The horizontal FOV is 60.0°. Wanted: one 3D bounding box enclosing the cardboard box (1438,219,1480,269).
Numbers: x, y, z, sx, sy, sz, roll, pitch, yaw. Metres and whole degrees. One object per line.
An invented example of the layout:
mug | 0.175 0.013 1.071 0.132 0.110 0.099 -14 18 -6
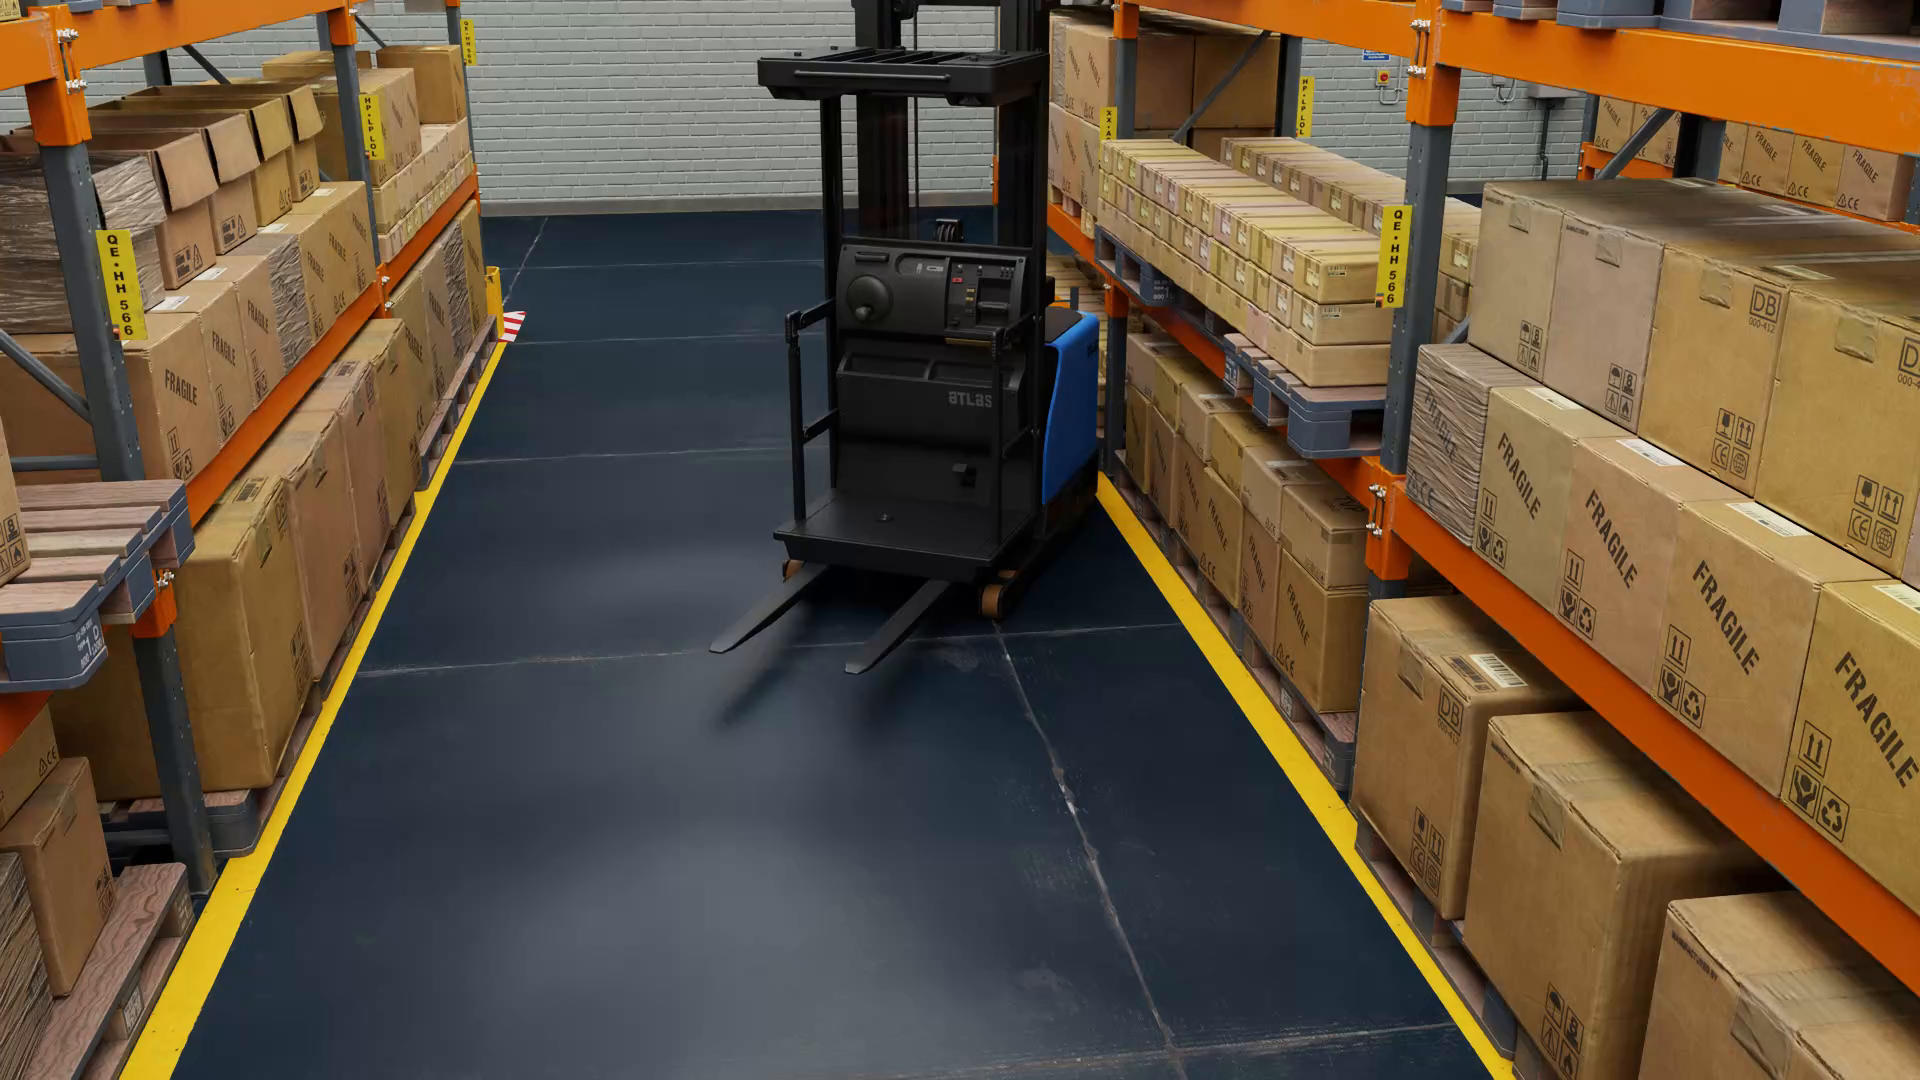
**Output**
cardboard box | 1.973 -1.132 6.370 0.380 0.149 0.250 -3 21 -8

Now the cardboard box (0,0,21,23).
cardboard box | -2.691 -1.394 4.090 0.500 0.250 0.500 -3 21 -8

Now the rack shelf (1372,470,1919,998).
rack shelf | 2.209 0.603 3.844 1.077 0.370 4.000 -3 21 -8

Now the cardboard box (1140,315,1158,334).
cardboard box | 1.373 -1.354 10.678 0.380 0.149 0.250 -3 21 -9

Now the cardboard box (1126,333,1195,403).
cardboard box | 1.189 -0.920 8.792 0.500 0.250 0.500 -4 21 -10

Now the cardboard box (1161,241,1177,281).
cardboard box | 1.139 -1.279 7.613 0.380 0.149 0.250 -3 21 -9

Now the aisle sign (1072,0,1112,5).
aisle sign | 1.053 -4.455 12.641 0.394 0.787 0.004 -3 21 -8

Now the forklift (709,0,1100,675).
forklift | -0.212 -1.167 7.651 1.130 2.935 3.031 7 22 18

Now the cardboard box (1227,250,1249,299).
cardboard box | 1.282 -1.063 6.610 0.380 0.149 0.250 -3 21 -8

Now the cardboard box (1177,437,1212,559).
cardboard box | 1.354 -0.205 7.949 0.500 0.500 0.500 -3 21 -7

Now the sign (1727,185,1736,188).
sign | 2.469 -0.998 5.447 0.100 0.325 0.005 -3 21 -8

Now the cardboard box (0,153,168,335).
cardboard box | -3.092 -0.982 5.483 0.797 0.503 0.637 -2 21 -6

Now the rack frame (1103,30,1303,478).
rack frame | 1.344 -1.812 9.280 1.000 3.000 0.127 -3 21 -8

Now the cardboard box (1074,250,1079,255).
cardboard box | 1.094 -2.166 12.853 0.380 0.149 0.250 -3 21 -7

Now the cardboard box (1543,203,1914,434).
cardboard box | 2.049 -0.611 4.493 0.700 0.500 0.500 -3 21 -9

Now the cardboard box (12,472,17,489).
cardboard box | -2.885 -0.270 4.410 0.500 0.500 0.500 -6 21 -14

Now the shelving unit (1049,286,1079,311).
shelving unit | 0.322 -1.050 9.919 0.538 1.125 1.048 -4 21 -10

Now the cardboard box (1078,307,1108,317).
cardboard box | 0.825 -1.417 10.847 0.380 0.149 0.250 -4 21 -10

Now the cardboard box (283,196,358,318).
cardboard box | -3.177 -1.324 7.830 0.500 0.500 0.500 -2 21 -6

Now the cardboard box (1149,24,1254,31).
cardboard box | 1.430 -2.814 9.965 0.500 0.500 0.500 -4 21 -9

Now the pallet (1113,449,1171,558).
pallet | 1.457 -0.236 9.046 1.003 0.211 1.213 -3 21 -8

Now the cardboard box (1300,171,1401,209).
cardboard box | 1.782 -1.589 7.592 0.380 0.149 0.250 -4 21 -10

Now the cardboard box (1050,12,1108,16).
cardboard box | 0.701 -3.327 11.339 0.500 0.500 0.500 -3 21 -9

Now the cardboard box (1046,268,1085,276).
cardboard box | 0.692 -1.873 12.069 0.380 0.149 0.250 -4 21 -10

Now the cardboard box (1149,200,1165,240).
cardboard box | 1.101 -1.508 7.801 0.380 0.149 0.250 -2 21 -6

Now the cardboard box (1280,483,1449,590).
cardboard box | 1.562 -0.028 6.403 0.500 0.250 0.500 -3 21 -9

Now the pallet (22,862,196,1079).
pallet | -2.891 1.365 4.759 1.003 0.211 1.213 -3 21 -8

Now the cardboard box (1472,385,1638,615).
cardboard box | 1.794 -0.129 4.631 0.500 0.500 0.500 -3 21 -8

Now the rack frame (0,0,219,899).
rack frame | -3.003 -0.212 4.996 1.000 3.000 0.127 -3 21 -8

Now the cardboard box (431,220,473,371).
cardboard box | -3.853 -1.650 11.284 0.875 0.875 0.875 -3 21 -8

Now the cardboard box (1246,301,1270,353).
cardboard box | 1.323 -0.829 6.407 0.380 0.149 0.250 -3 21 -7

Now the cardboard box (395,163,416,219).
cardboard box | -3.454 -2.014 9.611 0.500 0.250 0.500 -3 21 -8

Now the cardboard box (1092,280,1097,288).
cardboard box | 1.202 -1.849 12.429 0.380 0.149 0.250 -4 21 -10

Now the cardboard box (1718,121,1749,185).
cardboard box | 5.681 -2.824 11.848 0.500 0.500 0.500 -2 21 -6

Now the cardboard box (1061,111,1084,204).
cardboard box | 0.921 -2.331 10.102 0.500 0.500 0.500 -3 21 -9

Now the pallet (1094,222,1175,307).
pallet | 1.310 -1.450 8.585 1.003 0.211 1.213 -3 21 -8

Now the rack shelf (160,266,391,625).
rack shelf | -3.291 -0.567 6.976 1.077 0.370 4.000 -3 21 -8

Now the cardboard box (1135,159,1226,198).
cardboard box | 1.059 -1.738 7.992 0.380 0.149 0.250 -3 21 -8

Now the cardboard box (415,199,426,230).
cardboard box | -3.446 -1.960 10.035 0.380 0.149 0.250 -3 21 -9

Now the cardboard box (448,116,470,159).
cardboard box | -3.823 -2.896 11.973 0.500 0.250 0.500 -3 21 -9

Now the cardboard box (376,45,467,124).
cardboard box | -3.825 -3.247 11.839 0.500 0.500 0.500 -3 21 -7

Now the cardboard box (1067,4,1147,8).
cardboard box | 1.079 -3.705 12.353 0.500 0.500 0.500 -3 21 -9

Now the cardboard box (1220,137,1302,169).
cardboard box | 1.595 -2.040 8.801 0.380 0.149 0.250 -2 21 -5

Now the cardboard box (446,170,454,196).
cardboard box | -3.630 -2.404 11.224 0.380 0.149 0.250 -3 21 -9

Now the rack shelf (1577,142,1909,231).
rack shelf | 5.939 -2.452 12.022 1.077 0.370 4.000 -3 21 -8

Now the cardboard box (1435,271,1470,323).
cardboard box | 2.008 -0.917 6.217 0.380 0.149 0.250 -2 21 -5

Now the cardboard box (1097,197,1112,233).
cardboard box | 0.945 -1.731 8.823 0.380 0.149 0.250 -4 21 -10

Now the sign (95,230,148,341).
sign | -2.467 -0.748 4.889 0.100 0.325 0.005 -3 21 -8

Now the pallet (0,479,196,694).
pallet | -2.794 0.119 4.383 1.213 0.211 1.003 -3 21 -8

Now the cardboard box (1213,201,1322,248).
cardboard box | 1.253 -1.285 6.778 0.380 0.149 0.250 -3 21 -8

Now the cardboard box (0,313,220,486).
cardboard box | -2.803 -0.441 5.466 0.500 0.500 0.500 -2 21 -6
